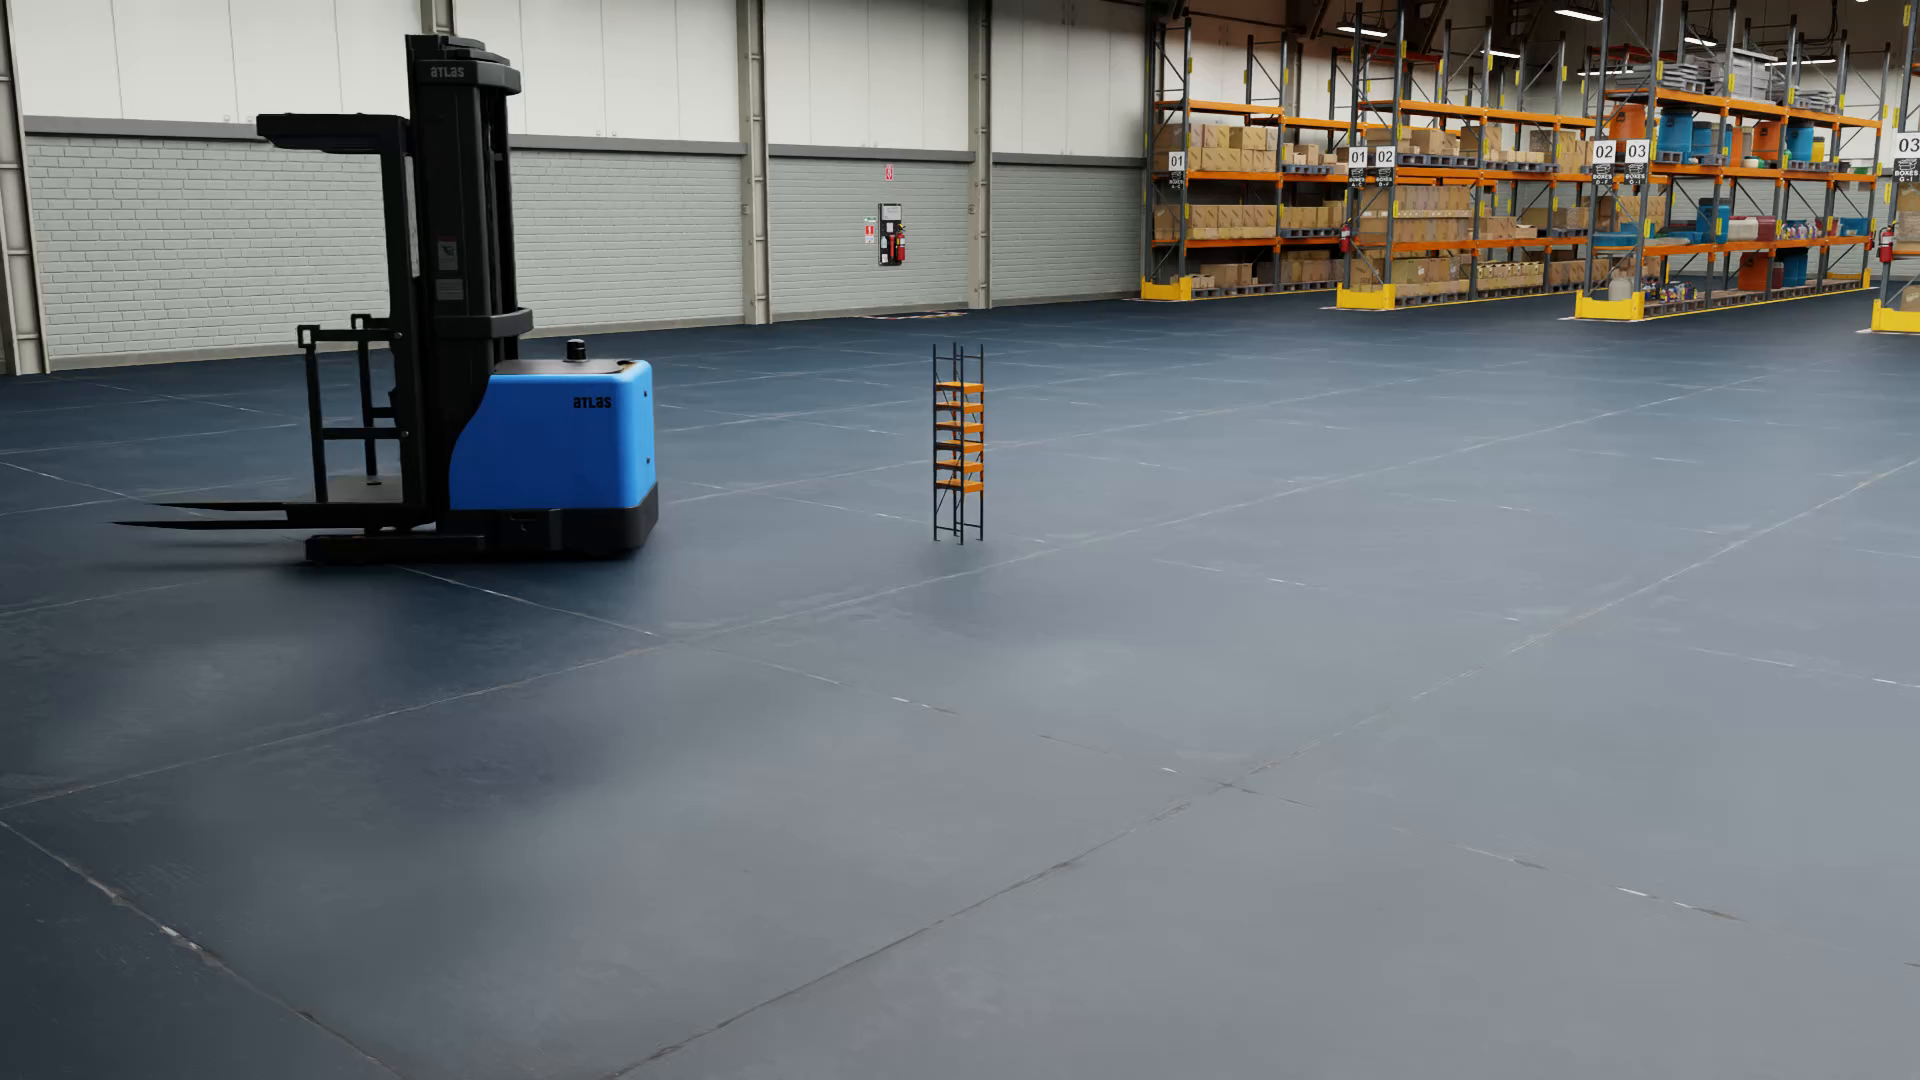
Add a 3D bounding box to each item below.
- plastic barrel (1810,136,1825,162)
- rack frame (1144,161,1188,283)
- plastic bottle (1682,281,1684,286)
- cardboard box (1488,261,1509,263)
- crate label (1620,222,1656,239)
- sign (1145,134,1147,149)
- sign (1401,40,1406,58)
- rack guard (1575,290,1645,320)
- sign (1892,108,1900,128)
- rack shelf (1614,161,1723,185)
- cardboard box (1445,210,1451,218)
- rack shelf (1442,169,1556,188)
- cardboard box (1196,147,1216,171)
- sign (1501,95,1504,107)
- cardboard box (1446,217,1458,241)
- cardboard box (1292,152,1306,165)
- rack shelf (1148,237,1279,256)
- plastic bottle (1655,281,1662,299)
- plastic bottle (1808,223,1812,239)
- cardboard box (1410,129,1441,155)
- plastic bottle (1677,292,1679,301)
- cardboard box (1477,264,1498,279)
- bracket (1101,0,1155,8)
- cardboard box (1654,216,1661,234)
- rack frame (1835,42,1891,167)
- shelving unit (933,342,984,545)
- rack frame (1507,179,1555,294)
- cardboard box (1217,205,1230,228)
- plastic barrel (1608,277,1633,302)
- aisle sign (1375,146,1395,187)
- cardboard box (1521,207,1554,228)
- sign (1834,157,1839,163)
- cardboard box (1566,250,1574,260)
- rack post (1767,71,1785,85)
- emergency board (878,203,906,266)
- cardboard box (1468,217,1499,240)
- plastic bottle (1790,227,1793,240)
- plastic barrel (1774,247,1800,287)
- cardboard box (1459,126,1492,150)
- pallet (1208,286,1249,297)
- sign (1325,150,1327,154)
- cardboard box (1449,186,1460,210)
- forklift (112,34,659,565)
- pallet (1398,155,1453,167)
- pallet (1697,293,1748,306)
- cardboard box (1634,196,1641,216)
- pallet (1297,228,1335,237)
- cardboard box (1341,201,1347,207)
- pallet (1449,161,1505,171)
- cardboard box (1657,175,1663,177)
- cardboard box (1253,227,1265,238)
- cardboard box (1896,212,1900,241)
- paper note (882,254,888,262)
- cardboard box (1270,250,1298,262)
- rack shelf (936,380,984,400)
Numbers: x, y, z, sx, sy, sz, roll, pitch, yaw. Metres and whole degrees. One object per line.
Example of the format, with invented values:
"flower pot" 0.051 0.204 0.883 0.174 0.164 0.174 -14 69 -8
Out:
"plastic barrel" 19.461 -8.936 38.080 0.600 0.588 0.600 0 11 0
"rack frame" 4.548 -6.842 36.810 1.000 3.000 0.127 10 15 40
"plastic bottle" 14.314 -4.953 32.992 0.144 0.351 0.185 10 15 40
"cardboard box" 12.646 -6.394 39.084 0.500 0.311 0.500 9 15 39
"crate label" 13.002 -5.885 31.925 0.502 0.435 0.616 10 15 40
"sign" 4.145 -8.822 36.804 0.100 0.325 0.005 10 15 40
"sign" 8.685 -9.607 32.548 0.100 0.325 0.005 10 15 40
"rack guard" 12.005 -4.353 30.728 1.175 0.500 0.348 10 15 40
"sign" 15.307 -6.901 27.185 0.100 0.325 0.005 10 15 40
"rack shelf" 13.310 -6.974 31.647 1.077 0.370 4.000 10 15 40
"cardboard box" 10.221 -6.941 35.392 0.380 0.149 0.250 10 15 40
"rack shelf" 12.232 -8.203 37.803 1.077 0.370 4.000 10 15 40
"cardboard box" 5.338 -8.463 36.962 0.500 0.500 0.500 -11 16 -44
"sign" 15.508 -12.563 47.548 0.100 0.325 0.005 10 15 40
"cardboard box" 10.281 -6.695 35.819 0.700 0.500 0.500 10 15 40
"cardboard box" 8.016 -9.225 40.235 0.500 0.311 0.500 10 15 42
"rack shelf" 5.868 -6.784 38.354 1.077 0.370 4.000 10 15 40
"plastic bottle" 13.894 -4.983 33.141 0.144 0.351 0.185 10 15 40
"plastic bottle" 19.550 -7.125 38.353 0.144 0.351 0.185 10 15 40
"cardboard box" 9.573 -8.206 34.294 0.500 0.500 0.500 10 15 40
"plastic bottle" 13.914 -4.741 32.313 0.097 0.201 0.097 0 11 0
"cardboard box" 11.706 -6.025 37.235 0.500 0.311 0.500 10 15 40
"bracket" 2.641 -11.276 34.500 0.076 0.066 4.783 10 15 40
"cardboard box" 18.402 -8.428 44.492 0.500 0.500 0.500 10 15 41
"rack frame" 22.552 -10.857 41.596 1.000 3.000 0.127 10 15 40
"shelving unit" -0.010 -0.586 10.083 0.258 1.200 0.189 10 15 40
"rack frame" 13.553 -7.379 39.499 1.000 3.000 0.127 10 15 40
"cardboard box" 5.769 -7.324 37.641 0.500 0.500 0.500 9 14 39
"plastic barrel" 12.367 -4.654 31.134 0.421 0.512 0.421 0 11 0
"aisle sign" 8.458 -7.428 33.105 0.394 0.787 0.004 10 15 40
"cardboard box" 13.884 -7.742 39.985 0.700 0.500 0.500 4 12 21
"sign" 20.323 -8.731 38.584 0.100 0.325 0.005 10 15 40
"cardboard box" 15.031 -7.139 41.639 0.500 0.250 0.500 10 15 40
"rack post" 17.712 -10.060 36.289 0.624 0.289 0.986 10 15 40
"emergency board" -1.260 -5.816 31.670 0.194 1.169 0.643 10 15 40
"cardboard box" 11.779 -7.028 37.486 0.500 0.500 0.500 -11 16 -43
"plastic bottle" 18.596 -6.867 37.233 0.061 0.283 0.133 10 15 40
"plastic barrel" 19.072 -6.322 38.490 0.600 0.901 0.708 10 15 40
"cardboard box" 11.349 -8.848 36.588 0.500 0.500 0.500 10 15 41
"pallet" 5.967 -5.780 38.609 1.003 0.211 1.213 10 15 40
"sign" 9.418 -9.856 42.716 0.100 0.325 0.005 10 15 40
"cardboard box" 10.291 -7.335 35.712 0.700 0.500 0.500 10 15 40
"forklift" -3.392 -1.401 9.742 3.031 2.935 1.130 -1 11 -3
"pallet" 9.563 -7.911 34.728 1.003 0.211 1.213 10 15 40
"pallet" 15.925 -5.083 35.123 1.003 0.211 1.213 10 15 40
"cardboard box" 17.395 -8.692 43.262 0.500 0.500 0.500 9 15 39
"pallet" 8.553 -7.629 41.237 1.003 0.211 1.213 10 15 40
"cardboard box" 9.624 -8.548 42.313 0.380 0.149 0.250 7 14 33
"pallet" 11.485 -8.299 36.936 0.805 0.209 1.217 9 14 38
"cardboard box" 18.354 -9.772 44.203 0.500 0.250 0.500 10 15 40
"cardboard box" 6.769 -7.186 38.863 0.500 0.250 0.500 10 15 41
"cardboard box" 16.334 -5.282 27.985 0.875 0.500 0.500 10 15 40
"paper note" -1.429 -5.367 31.671 0.016 0.148 0.142 10 15 40
"cardboard box" 7.950 -6.964 40.765 0.500 0.250 0.500 9 15 39
"rack shelf" -0.010 -0.896 10.021 0.258 0.103 0.180 10 15 40
